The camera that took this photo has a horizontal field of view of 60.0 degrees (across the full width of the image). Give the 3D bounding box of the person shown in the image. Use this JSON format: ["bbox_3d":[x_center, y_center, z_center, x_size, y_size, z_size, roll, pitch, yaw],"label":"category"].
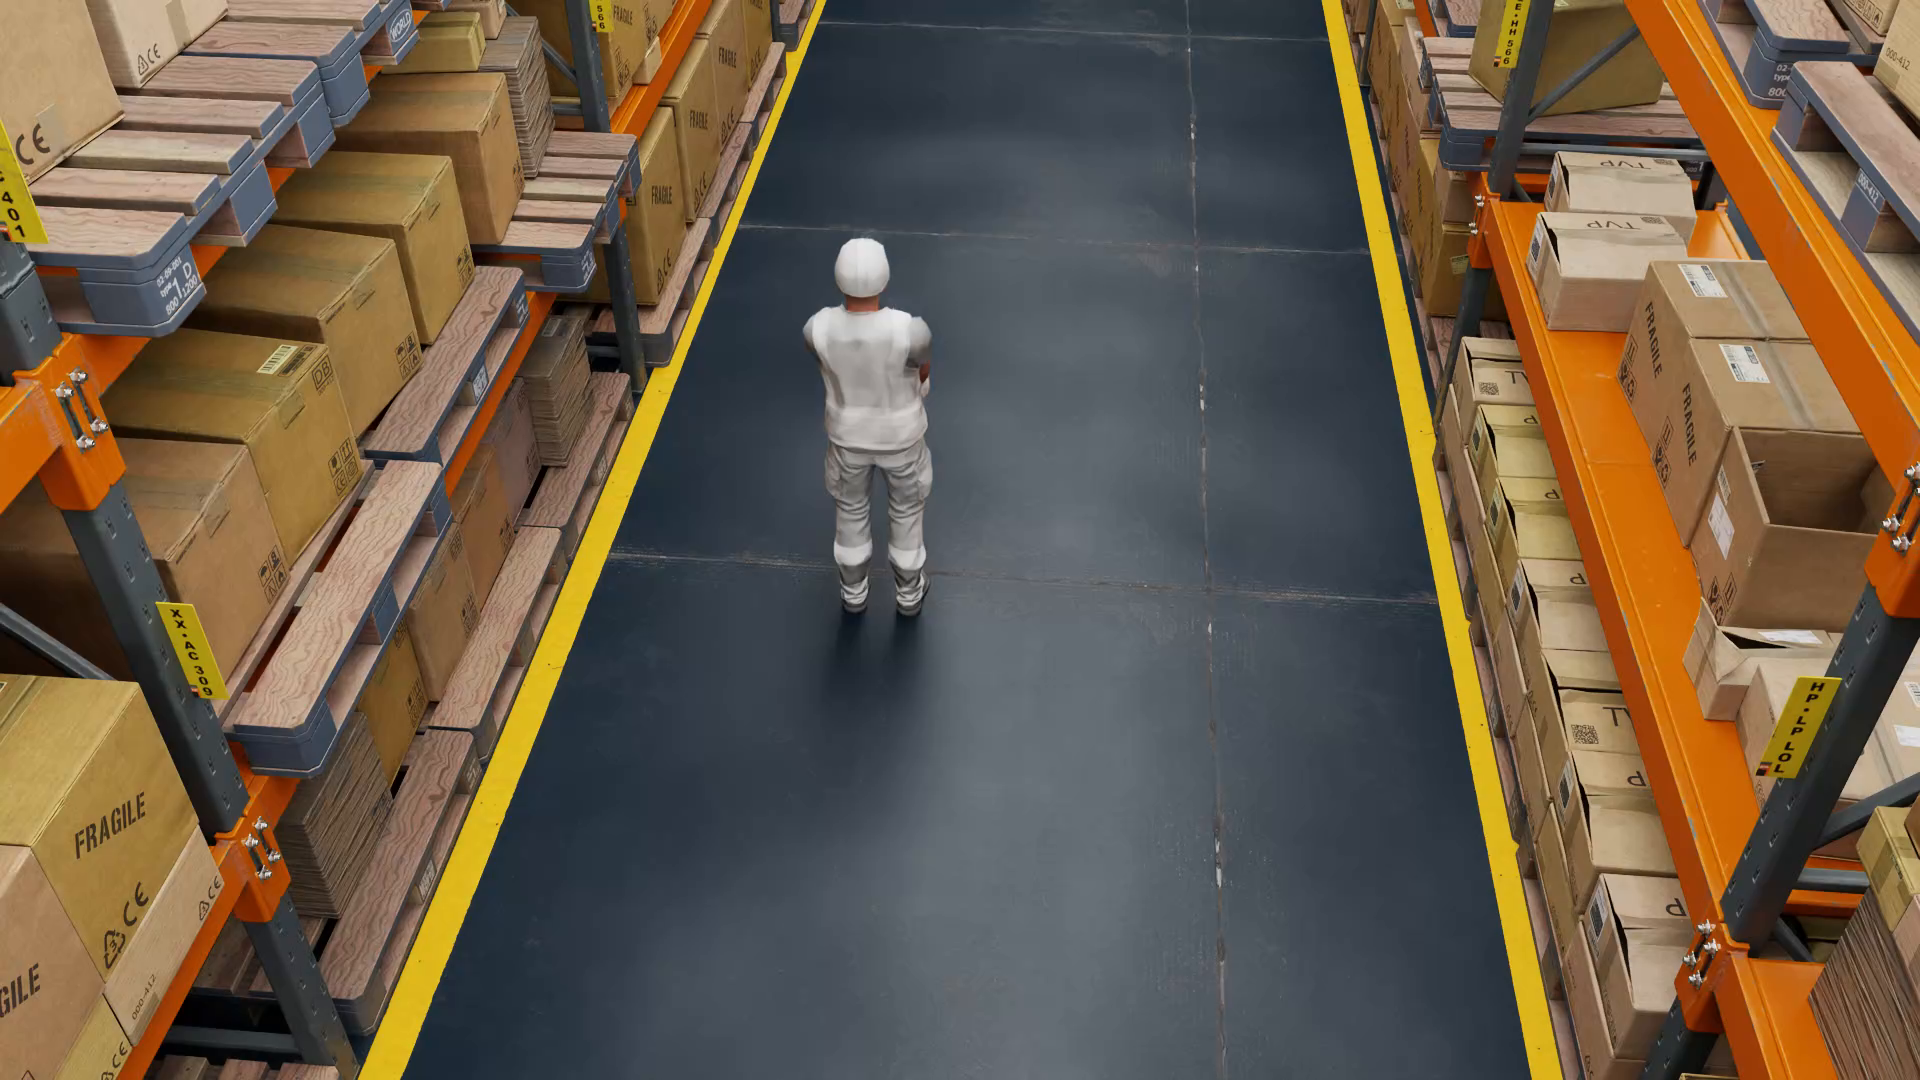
[{"bbox_3d":[-0.338,-0.496,6.737,0.494,1.784,0.565,4,40,5],"label":"person"}]
